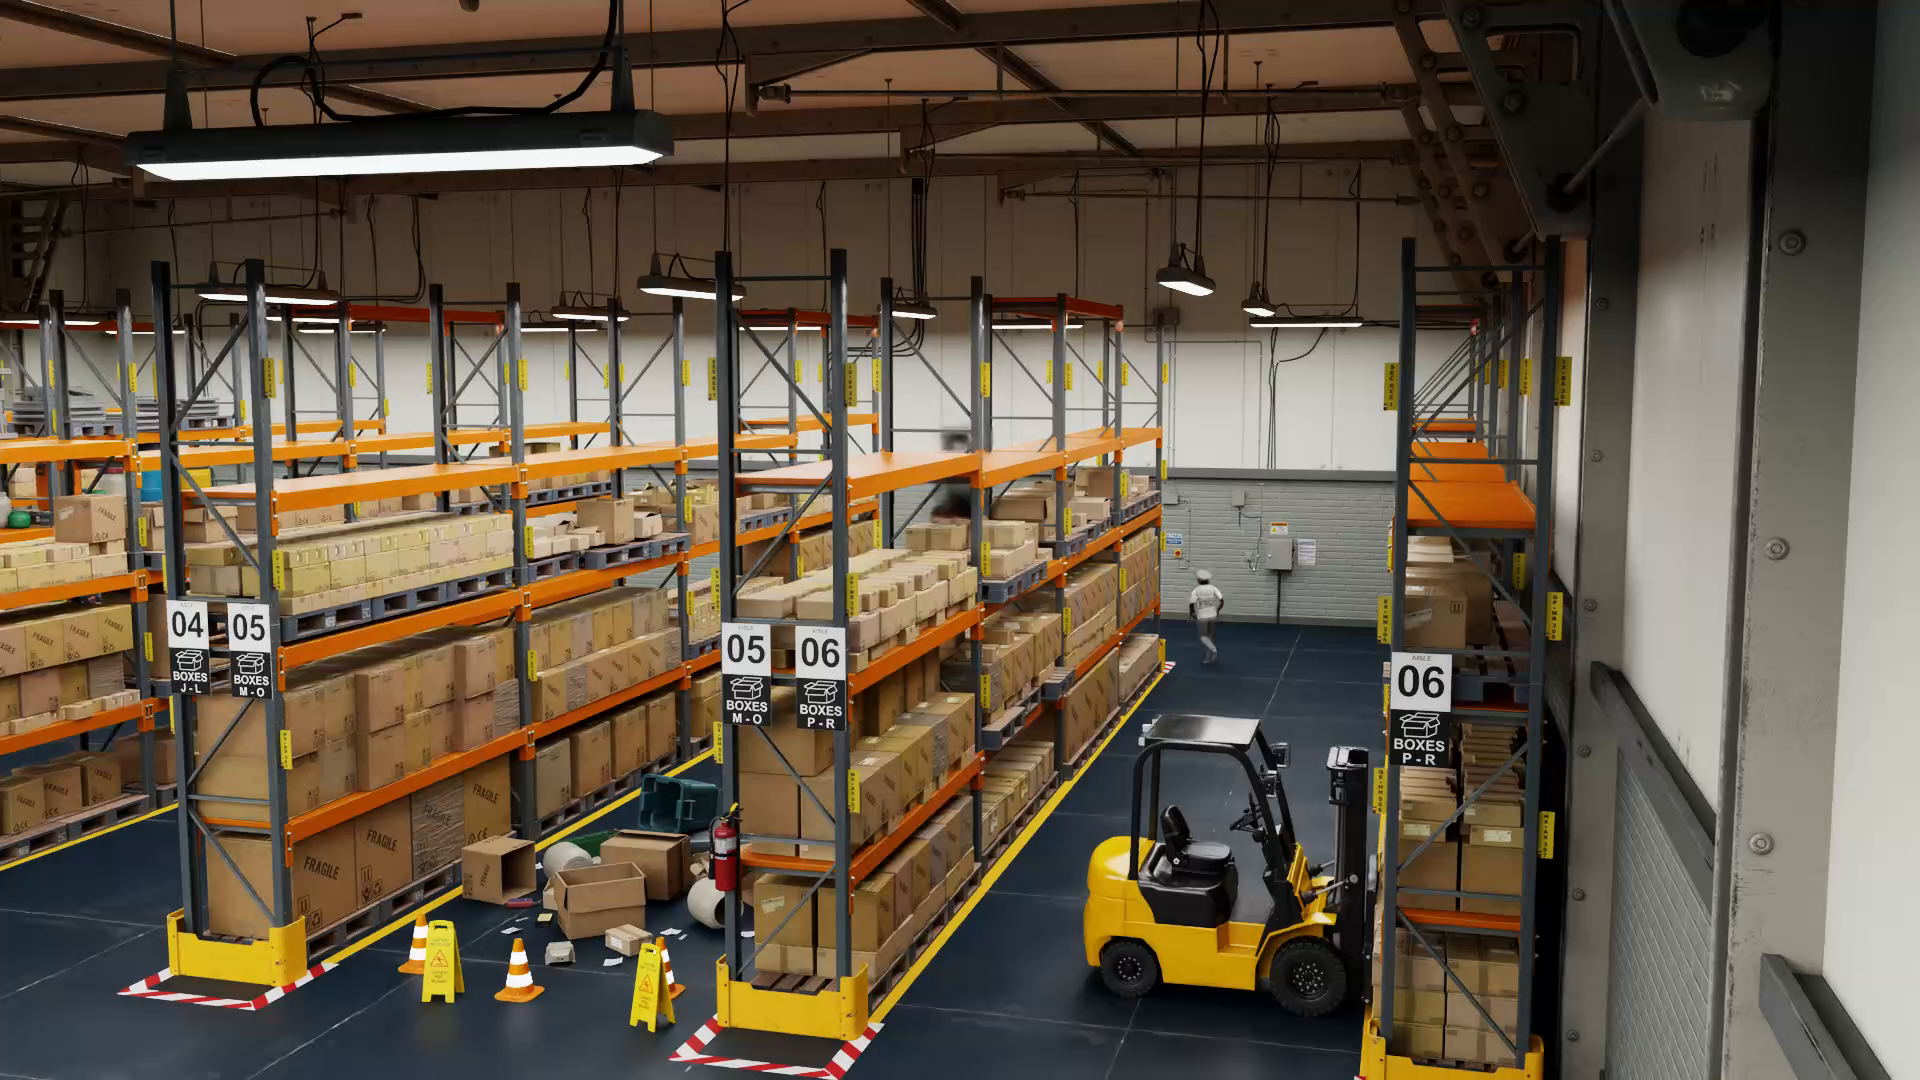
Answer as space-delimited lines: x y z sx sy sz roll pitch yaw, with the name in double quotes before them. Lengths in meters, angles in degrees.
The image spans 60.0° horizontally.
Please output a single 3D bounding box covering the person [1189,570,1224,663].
"person" 4.221 1.343 28.537 0.627 1.664 0.592 -2 6 -17
